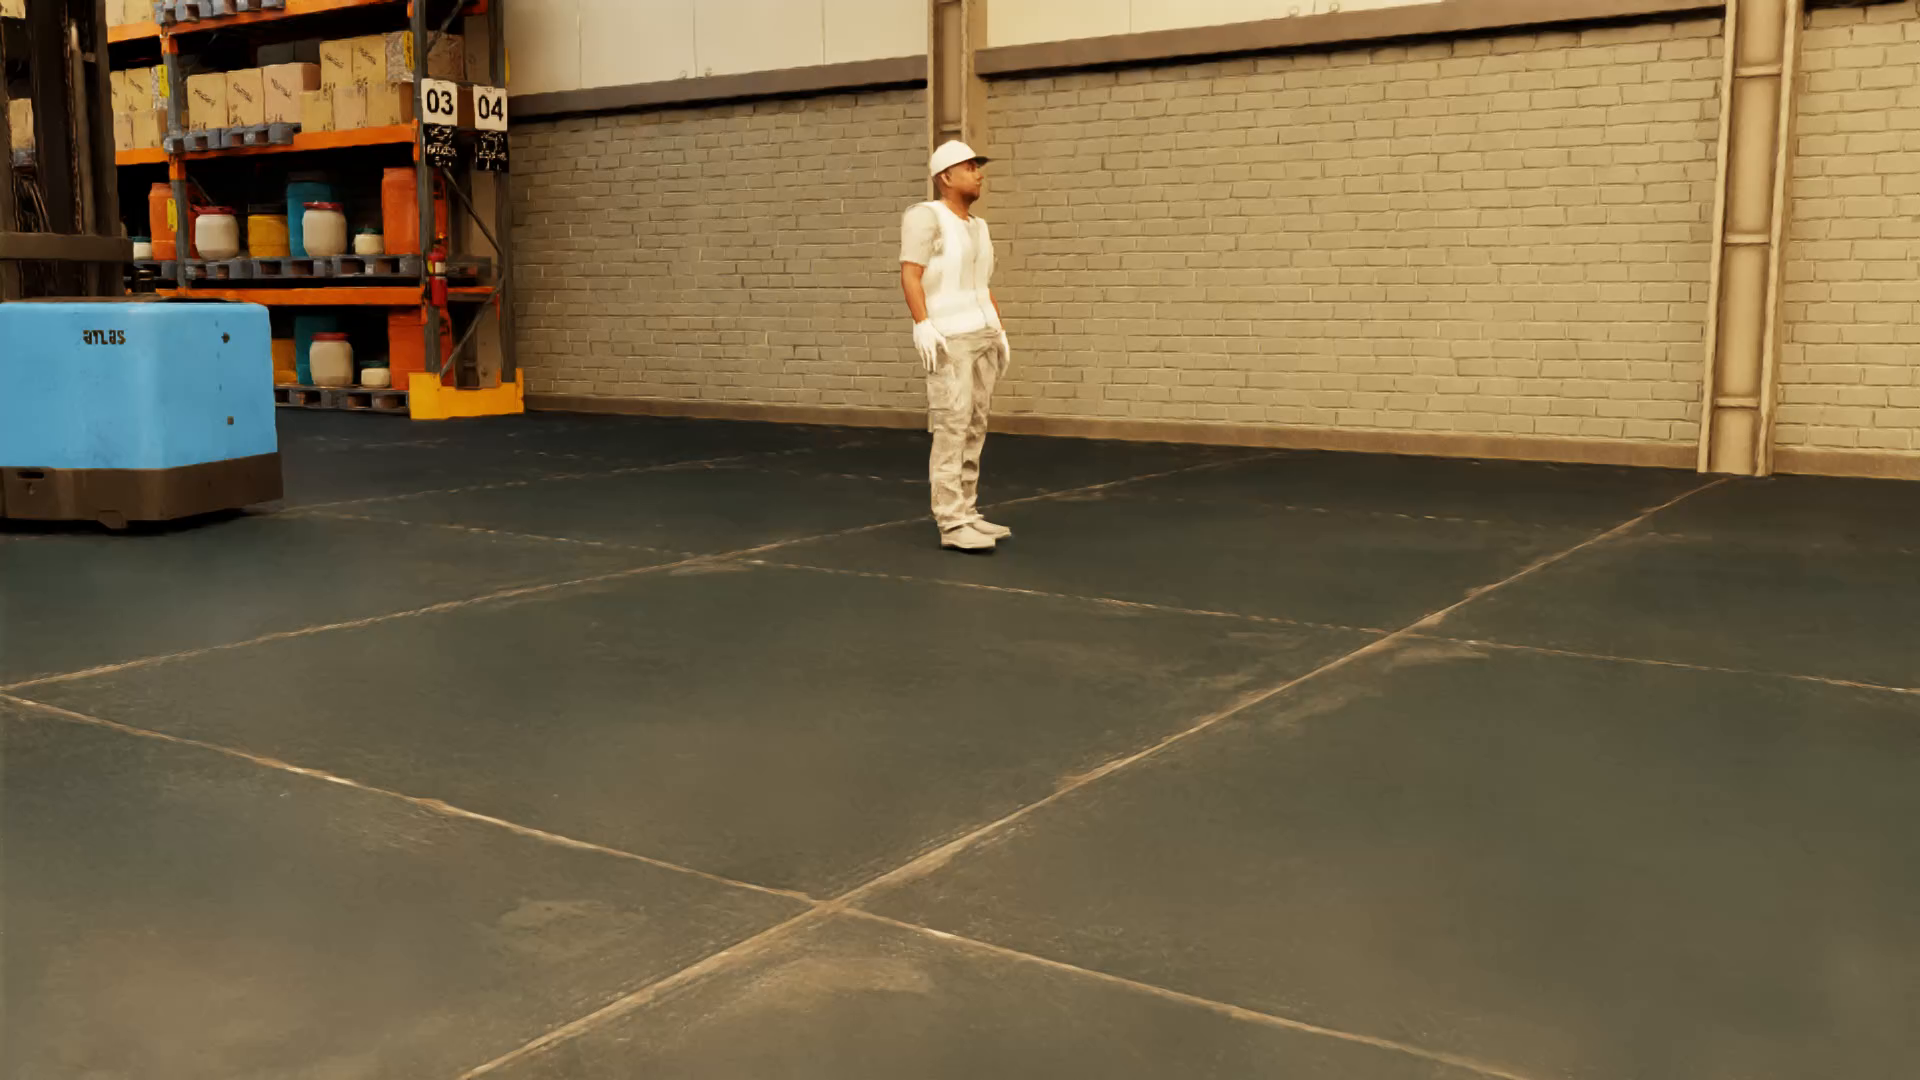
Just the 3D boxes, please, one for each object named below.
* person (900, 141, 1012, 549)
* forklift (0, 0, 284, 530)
[{"bbox_3d":[0.055,-0.883,7.430,0.576,1.782,0.654,5,10,34],"label":"person"},{"bbox_3d":[-5.082,-1.577,8.282,3.031,2.935,1.130,2,8,11],"label":"forklift"}]
